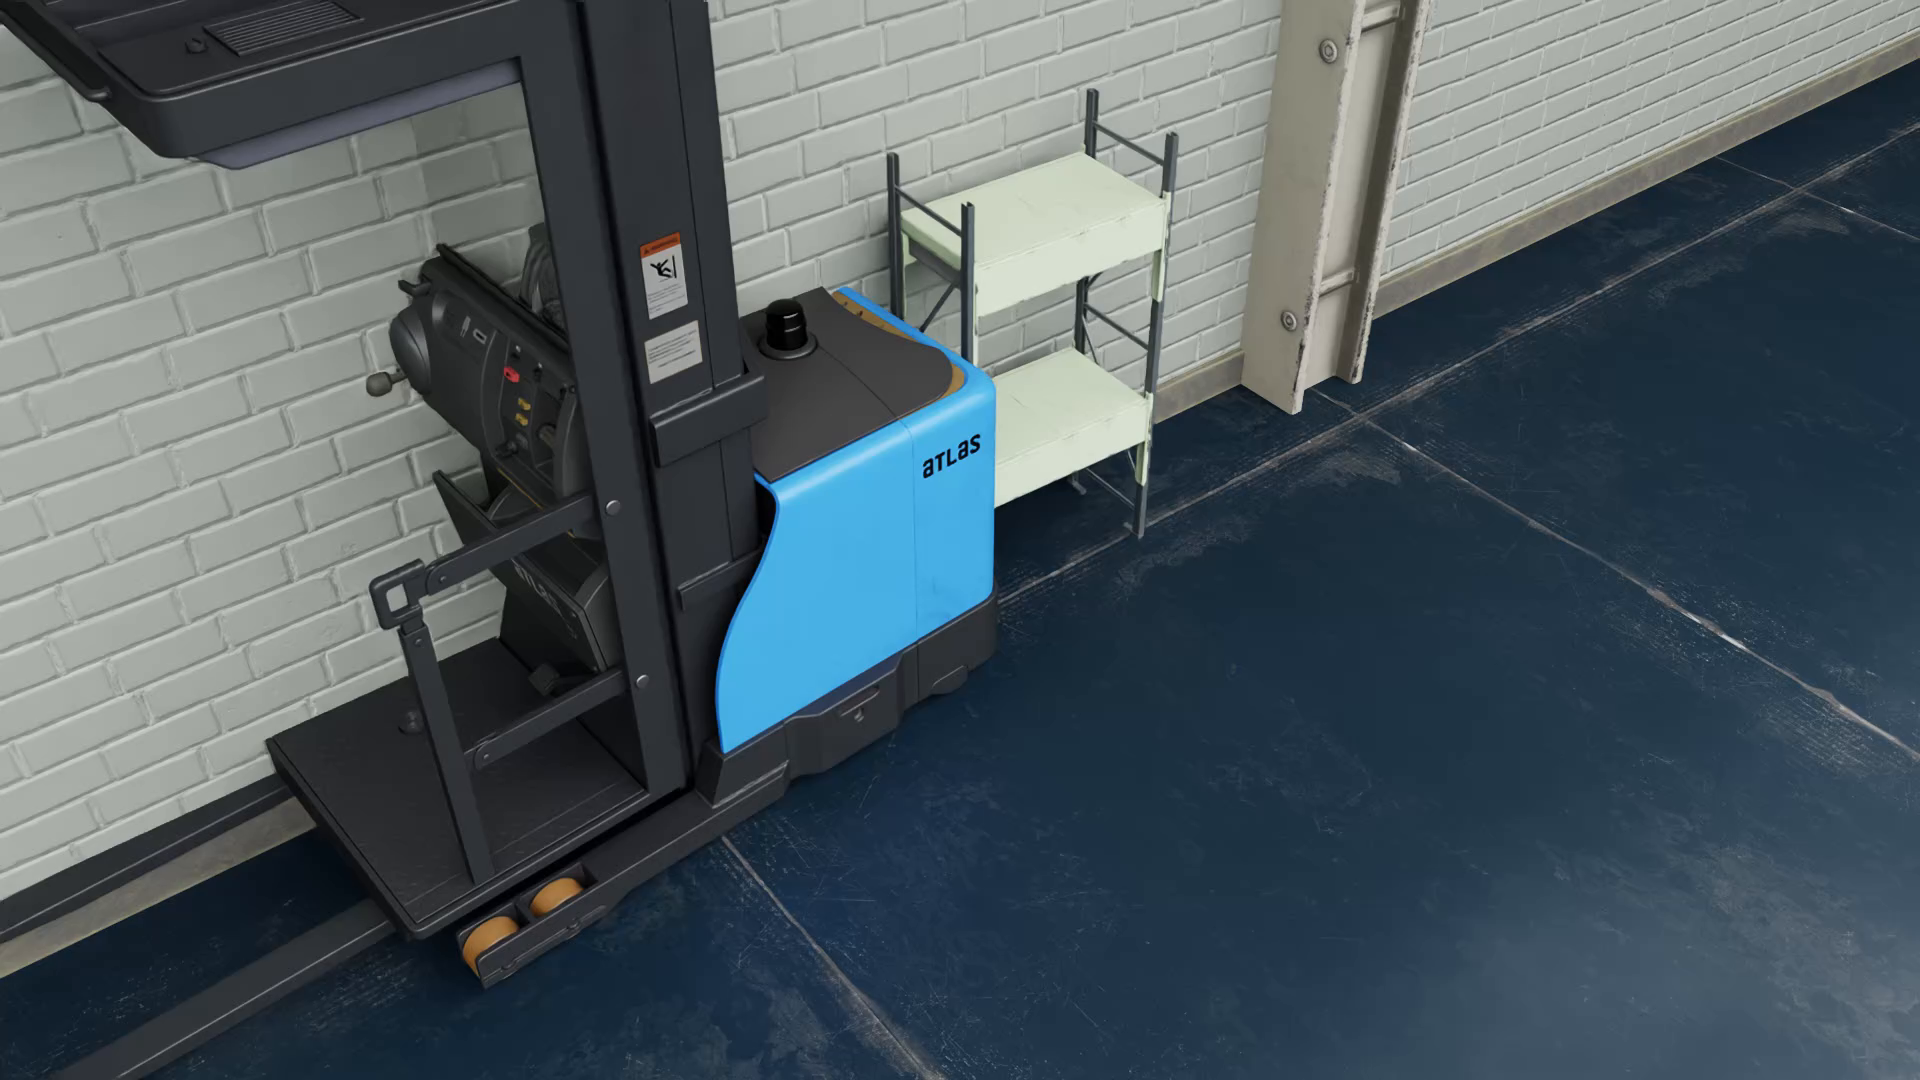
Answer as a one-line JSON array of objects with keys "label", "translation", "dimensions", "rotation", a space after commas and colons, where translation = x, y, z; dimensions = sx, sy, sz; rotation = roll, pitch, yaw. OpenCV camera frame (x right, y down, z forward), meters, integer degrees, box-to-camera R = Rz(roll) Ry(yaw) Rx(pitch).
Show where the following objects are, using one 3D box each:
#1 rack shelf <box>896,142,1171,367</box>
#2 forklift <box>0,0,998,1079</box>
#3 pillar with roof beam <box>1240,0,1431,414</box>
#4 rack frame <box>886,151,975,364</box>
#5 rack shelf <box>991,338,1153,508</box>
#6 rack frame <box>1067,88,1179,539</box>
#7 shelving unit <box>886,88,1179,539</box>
[{"label": "rack shelf", "translation": [0.213, -0.857, 4.997], "dimensions": [0.720, 0.370, 0.431], "rotation": [-24, 45, -27]}, {"label": "forklift", "translation": [-1.323, -0.360, 3.878], "dimensions": [3.031, 2.935, 1.130], "rotation": [-29, 48, -31]}, {"label": "pillar with roof beam", "translation": [3.949, -1.944, 1.024], "dimensions": [0.400, 9.000, 9.100], "rotation": [-26, 46, -28]}, {"label": "rack frame", "translation": [-0.085, -0.420, 5.080], "dimensions": [0.023, 1.500, 0.400], "rotation": [-24, 45, -27]}, {"label": "rack shelf", "translation": [0.213, -0.303, 5.451], "dimensions": [0.720, 0.370, 0.431], "rotation": [-24, 45, -27]}, {"label": "rack frame", "translation": [0.510, -0.691, 5.409], "dimensions": [0.023, 1.500, 0.400], "rotation": [-24, 45, -27]}, {"label": "shelving unit", "translation": [0.213, -0.555, 5.245], "dimensions": [0.755, 1.500, 0.431], "rotation": [-24, 45, -27]}]
